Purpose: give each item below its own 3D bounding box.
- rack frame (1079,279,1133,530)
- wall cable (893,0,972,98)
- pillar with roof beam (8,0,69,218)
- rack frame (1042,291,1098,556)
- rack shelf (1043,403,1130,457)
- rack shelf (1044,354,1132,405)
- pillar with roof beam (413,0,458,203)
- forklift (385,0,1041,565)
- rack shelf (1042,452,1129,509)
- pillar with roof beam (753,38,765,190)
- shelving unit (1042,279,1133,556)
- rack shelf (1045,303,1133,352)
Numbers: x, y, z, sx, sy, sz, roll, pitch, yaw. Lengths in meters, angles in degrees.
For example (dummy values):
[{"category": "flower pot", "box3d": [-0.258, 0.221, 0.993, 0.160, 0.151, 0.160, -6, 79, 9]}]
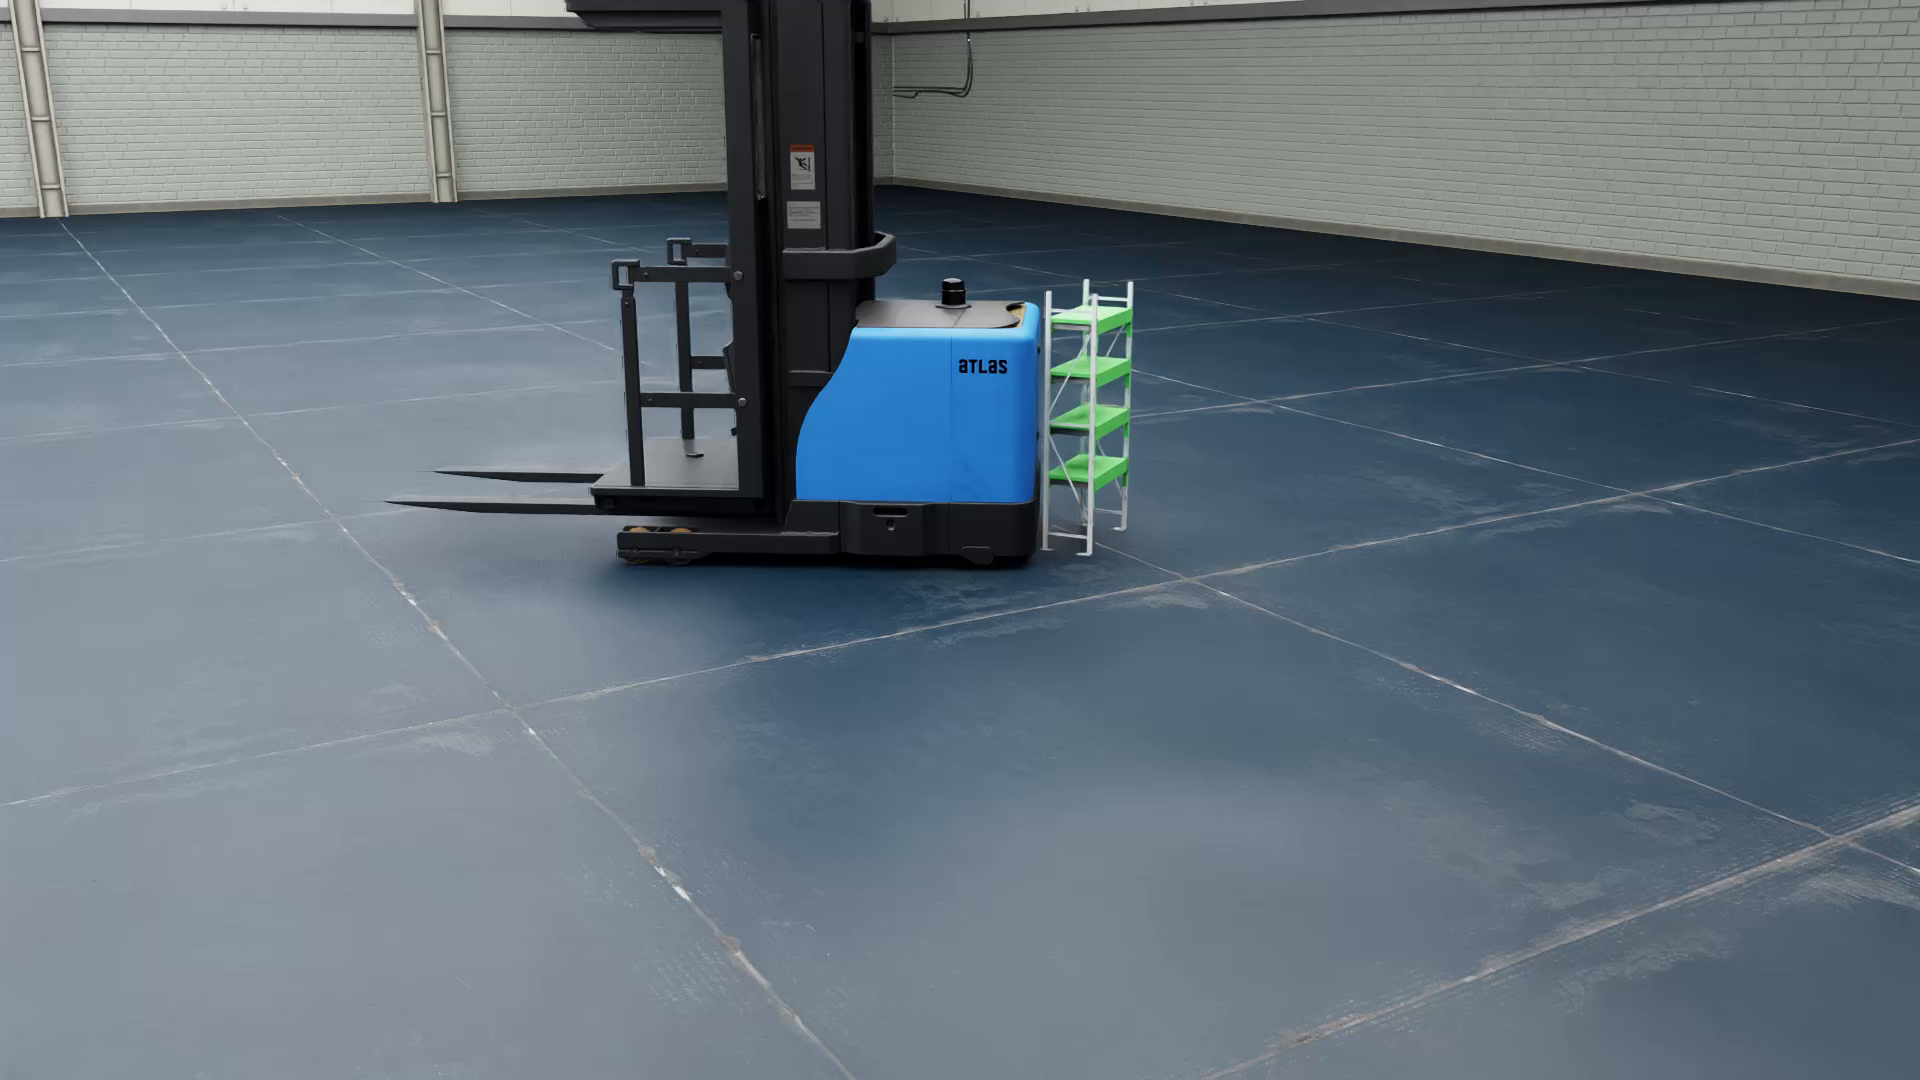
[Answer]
[{"category": "rack frame", "box3d": [0.696, -0.639, 7.966, 0.240, 1.200, 0.015, 7, 17, 23]}, {"category": "wall cable", "box3d": [-0.603, -9.647, 31.406, 0.112, 2.526, 3.097, -9, 18, -30]}, {"category": "pillar with roof beam", "box3d": [-11.879, -8.375, 21.114, 0.400, 9.000, 9.100, -9, 18, -30]}, {"category": "rack frame", "box3d": [0.496, -0.519, 7.538, 0.240, 1.200, 0.015, 7, 17, 23]}, {"category": "rack shelf", "box3d": [0.596, -0.517, 7.769, 0.258, 0.148, 0.480, 7, 17, 23]}, {"category": "rack shelf", "box3d": [0.596, -0.749, 7.705, 0.258, 0.148, 0.480, 7, 17, 23]}, {"category": "pillar with roof beam", "box3d": [-6.736, -9.209, 24.089, 0.400, 9.000, 9.100, -9, 18, -30]}, {"category": "forklift", "box3d": [-1.143, -1.438, 7.609, 3.031, 2.935, 1.130, 1, 16, 4]}, {"category": "rack shelf", "box3d": [0.596, -0.286, 7.834, 0.258, 0.148, 0.480, 7, 17, 23]}, {"category": "pillar with roof beam", "box3d": [-1.593, -10.043, 27.065, 0.400, 9.000, 9.100, -9, 18, -30]}, {"category": "shelving unit", "box3d": [0.596, -0.579, 7.752, 0.258, 1.200, 0.503, 7, 17, 23]}, {"category": "rack shelf", "box3d": [0.596, -0.980, 7.640, 0.258, 0.148, 0.480, 7, 17, 23]}]
